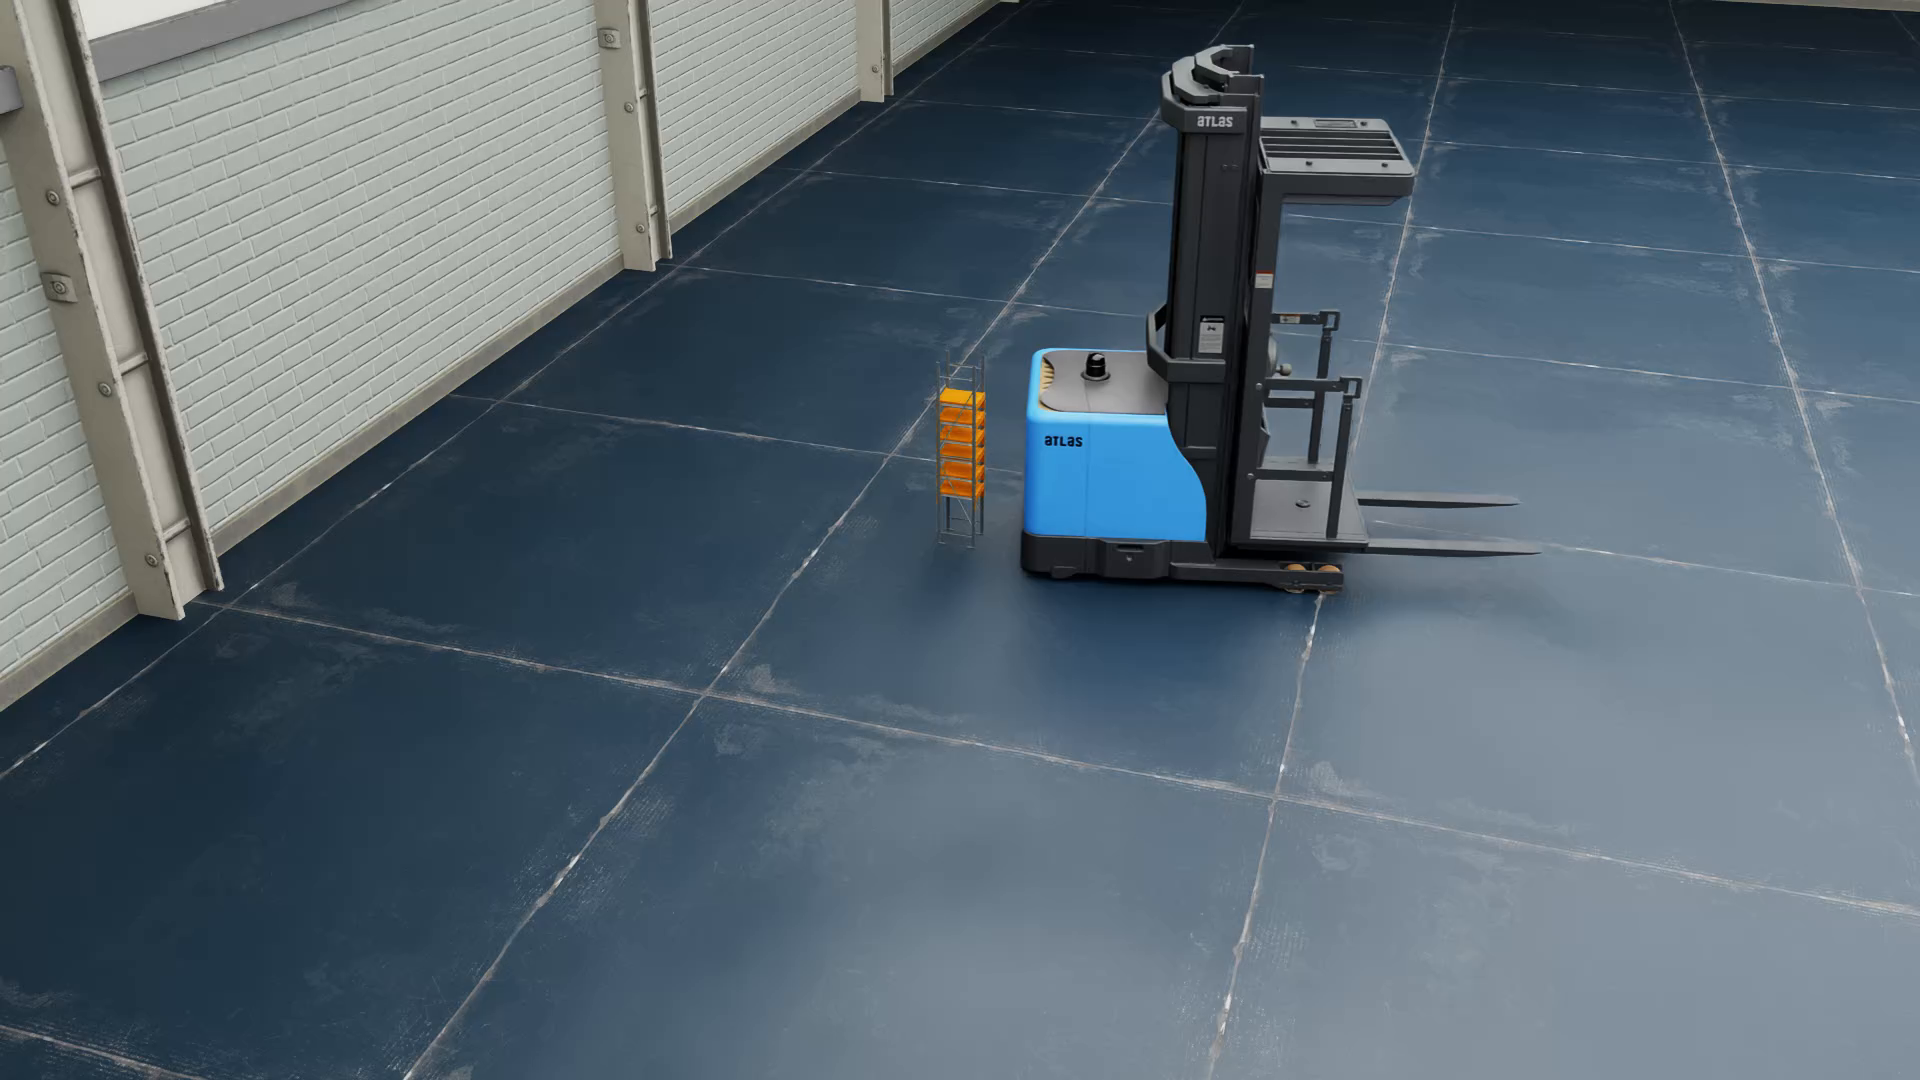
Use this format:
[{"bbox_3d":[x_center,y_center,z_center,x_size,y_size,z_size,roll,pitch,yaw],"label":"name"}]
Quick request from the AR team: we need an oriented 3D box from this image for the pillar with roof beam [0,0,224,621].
[{"bbox_3d":[-0.402,-2.975,6.342,9.100,9.000,0.400,8,30,15],"label":"pillar with roof beam"}]

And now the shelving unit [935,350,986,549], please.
[{"bbox_3d":[0.004,-0.531,9.970,0.258,1.200,0.189,8,30,15],"label":"shelving unit"}]

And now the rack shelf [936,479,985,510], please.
[{"bbox_3d":[0.004,-0.282,10.109,0.258,0.103,0.180,8,30,15],"label":"rack shelf"}]

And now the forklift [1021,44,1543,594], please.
[{"bbox_3d":[1.903,-1.234,9.453,3.031,2.935,1.130,2,29,4],"label":"forklift"}]

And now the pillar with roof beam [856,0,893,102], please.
[{"bbox_3d":[3.120,-8.552,16.366,9.100,9.000,0.400,8,30,15],"label":"pillar with roof beam"}]

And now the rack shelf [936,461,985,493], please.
[{"bbox_3d":[0.004,-0.387,10.050,0.258,0.103,0.180,8,30,15],"label":"rack shelf"}]

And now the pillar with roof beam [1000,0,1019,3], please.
[{"bbox_3d":[4.881,-11.340,21.379,9.100,9.000,0.400,8,30,15],"label":"pillar with roof beam"}]

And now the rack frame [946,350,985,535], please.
[{"bbox_3d":[0.031,-0.574,10.047,0.240,1.200,0.006,8,30,15],"label":"rack frame"}]

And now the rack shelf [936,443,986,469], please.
[{"bbox_3d":[0.004,-0.492,9.992,0.258,0.103,0.180,8,30,15],"label":"rack shelf"}]

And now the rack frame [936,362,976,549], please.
[{"bbox_3d":[-0.023,-0.489,9.894,0.240,1.200,0.006,8,30,15],"label":"rack frame"}]

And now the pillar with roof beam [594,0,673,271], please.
[{"bbox_3d":[1.359,-5.764,11.354,9.100,9.000,0.400,8,30,15],"label":"pillar with roof beam"}]

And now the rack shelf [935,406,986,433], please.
[{"bbox_3d":[0.004,-0.702,9.875,0.258,0.103,0.180,8,30,15],"label":"rack shelf"}]

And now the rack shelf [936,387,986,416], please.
[{"bbox_3d":[0.004,-0.807,9.817,0.258,0.103,0.180,8,30,15],"label":"rack shelf"}]

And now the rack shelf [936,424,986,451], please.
[{"bbox_3d":[0.004,-0.597,9.934,0.258,0.103,0.180,8,30,15],"label":"rack shelf"}]
